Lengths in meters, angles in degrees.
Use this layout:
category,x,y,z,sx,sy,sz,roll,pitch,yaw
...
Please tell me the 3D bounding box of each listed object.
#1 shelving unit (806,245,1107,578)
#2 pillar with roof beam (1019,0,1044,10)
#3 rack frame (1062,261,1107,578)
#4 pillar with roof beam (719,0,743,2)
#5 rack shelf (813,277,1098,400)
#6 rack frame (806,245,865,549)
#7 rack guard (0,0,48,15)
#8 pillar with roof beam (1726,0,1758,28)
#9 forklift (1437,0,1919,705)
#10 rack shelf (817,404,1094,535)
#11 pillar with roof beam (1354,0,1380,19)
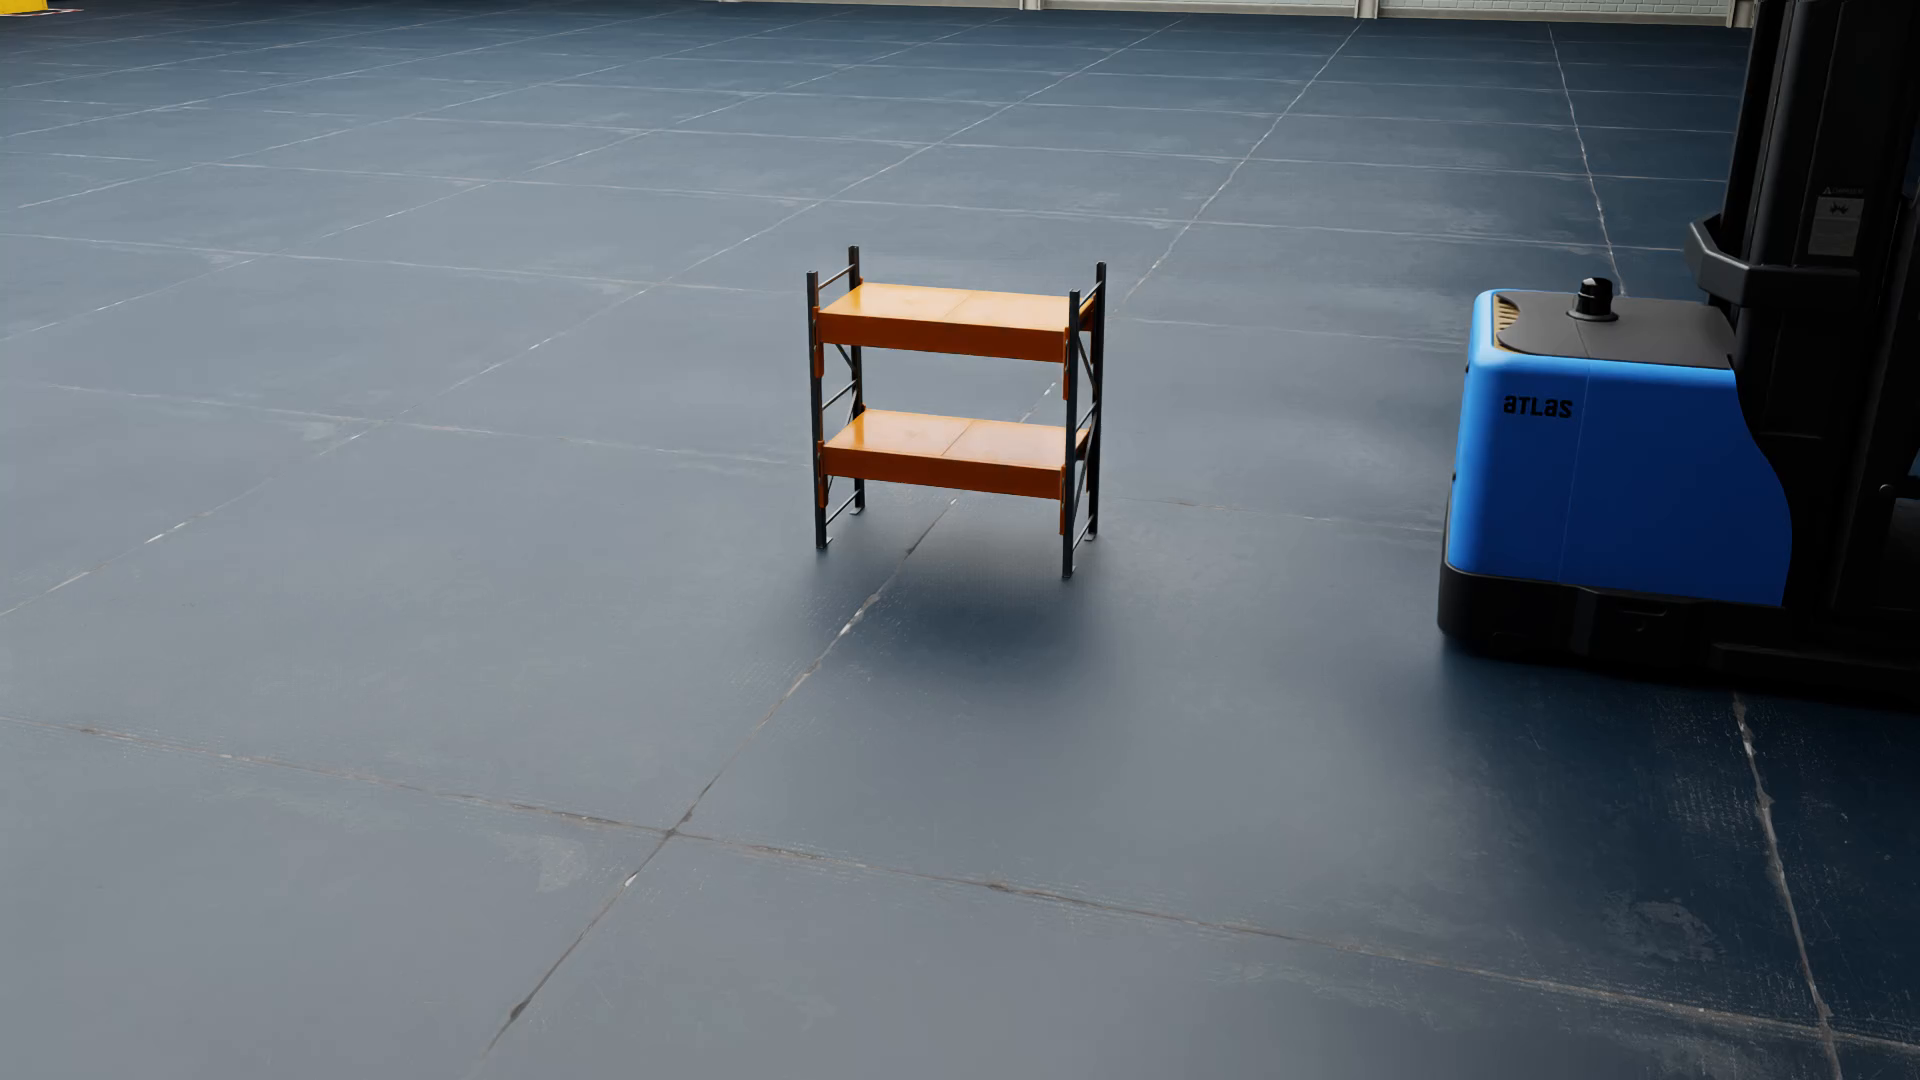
category,x,y,z,sx,sy,sz,roll,pitch,yaw
shelving unit,-0.006,-0.521,6.558,1.048,1.125,0.538,7,23,16
pillar with roof beam,0.079,-12.348,25.015,0.400,9.000,9.100,7,23,16
rack frame,0.480,-0.465,6.422,0.032,1.125,0.500,7,23,16
pillar with roof beam,-5.665,-13.006,26.619,0.400,9.000,9.100,7,23,16
rack shelf,-0.006,-0.792,6.447,1.000,0.278,0.538,7,23,16
rack frame,-0.493,-0.577,6.694,0.032,1.125,0.500,7,23,16
rack guard,-17.007,-9.754,29.890,0.348,0.500,1.175,7,23,16
pillar with roof beam,11.567,-11.032,21.808,0.400,9.000,9.100,7,23,16
forklift,3.255,-0.987,5.315,3.031,2.935,1.130,6,23,15
rack shelf,-0.006,-0.295,6.651,1.000,0.278,0.538,7,23,16
pillar with roof beam,5.823,-11.690,23.412,0.400,9.000,9.100,7,23,16
